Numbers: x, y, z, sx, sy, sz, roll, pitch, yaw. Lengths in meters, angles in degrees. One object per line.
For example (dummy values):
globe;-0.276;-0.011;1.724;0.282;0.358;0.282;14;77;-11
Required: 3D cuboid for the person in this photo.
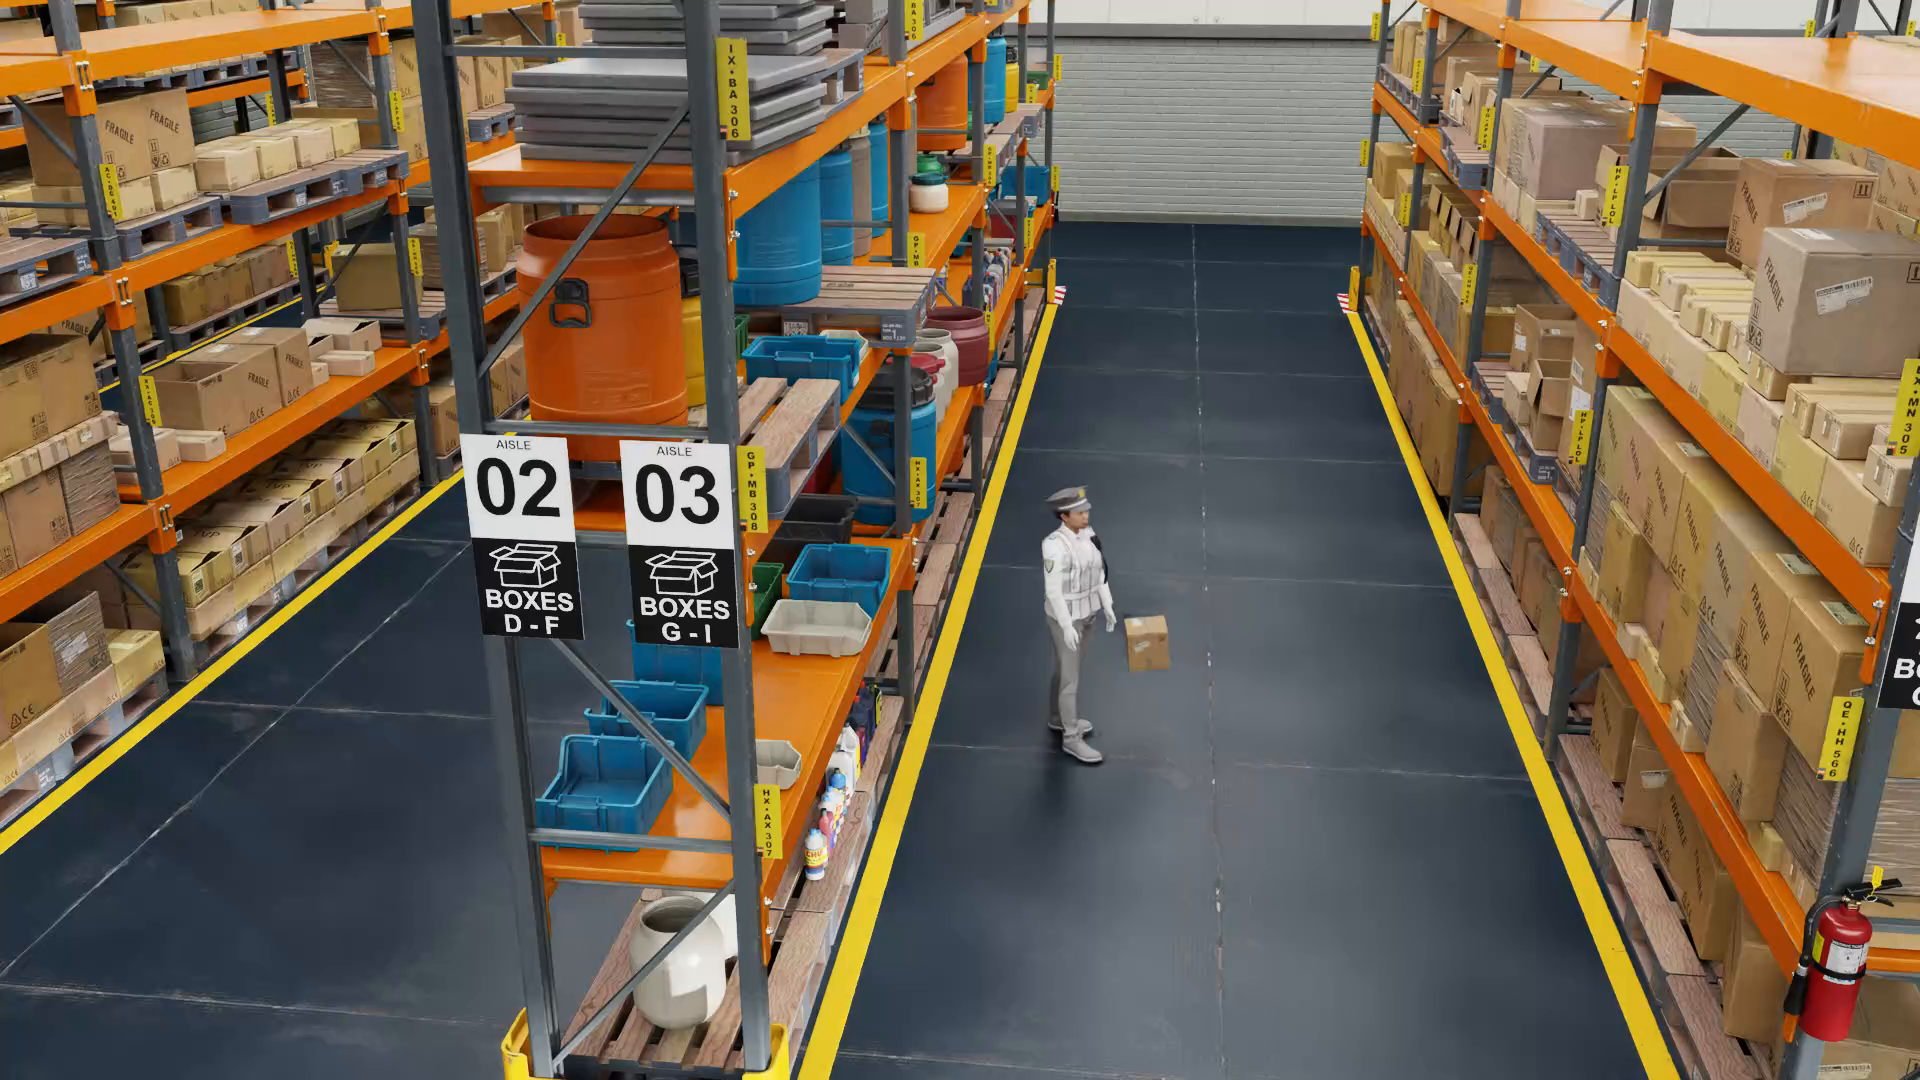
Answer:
person;0.756;0.480;10.188;0.532;1.687;0.543;15;26;34
